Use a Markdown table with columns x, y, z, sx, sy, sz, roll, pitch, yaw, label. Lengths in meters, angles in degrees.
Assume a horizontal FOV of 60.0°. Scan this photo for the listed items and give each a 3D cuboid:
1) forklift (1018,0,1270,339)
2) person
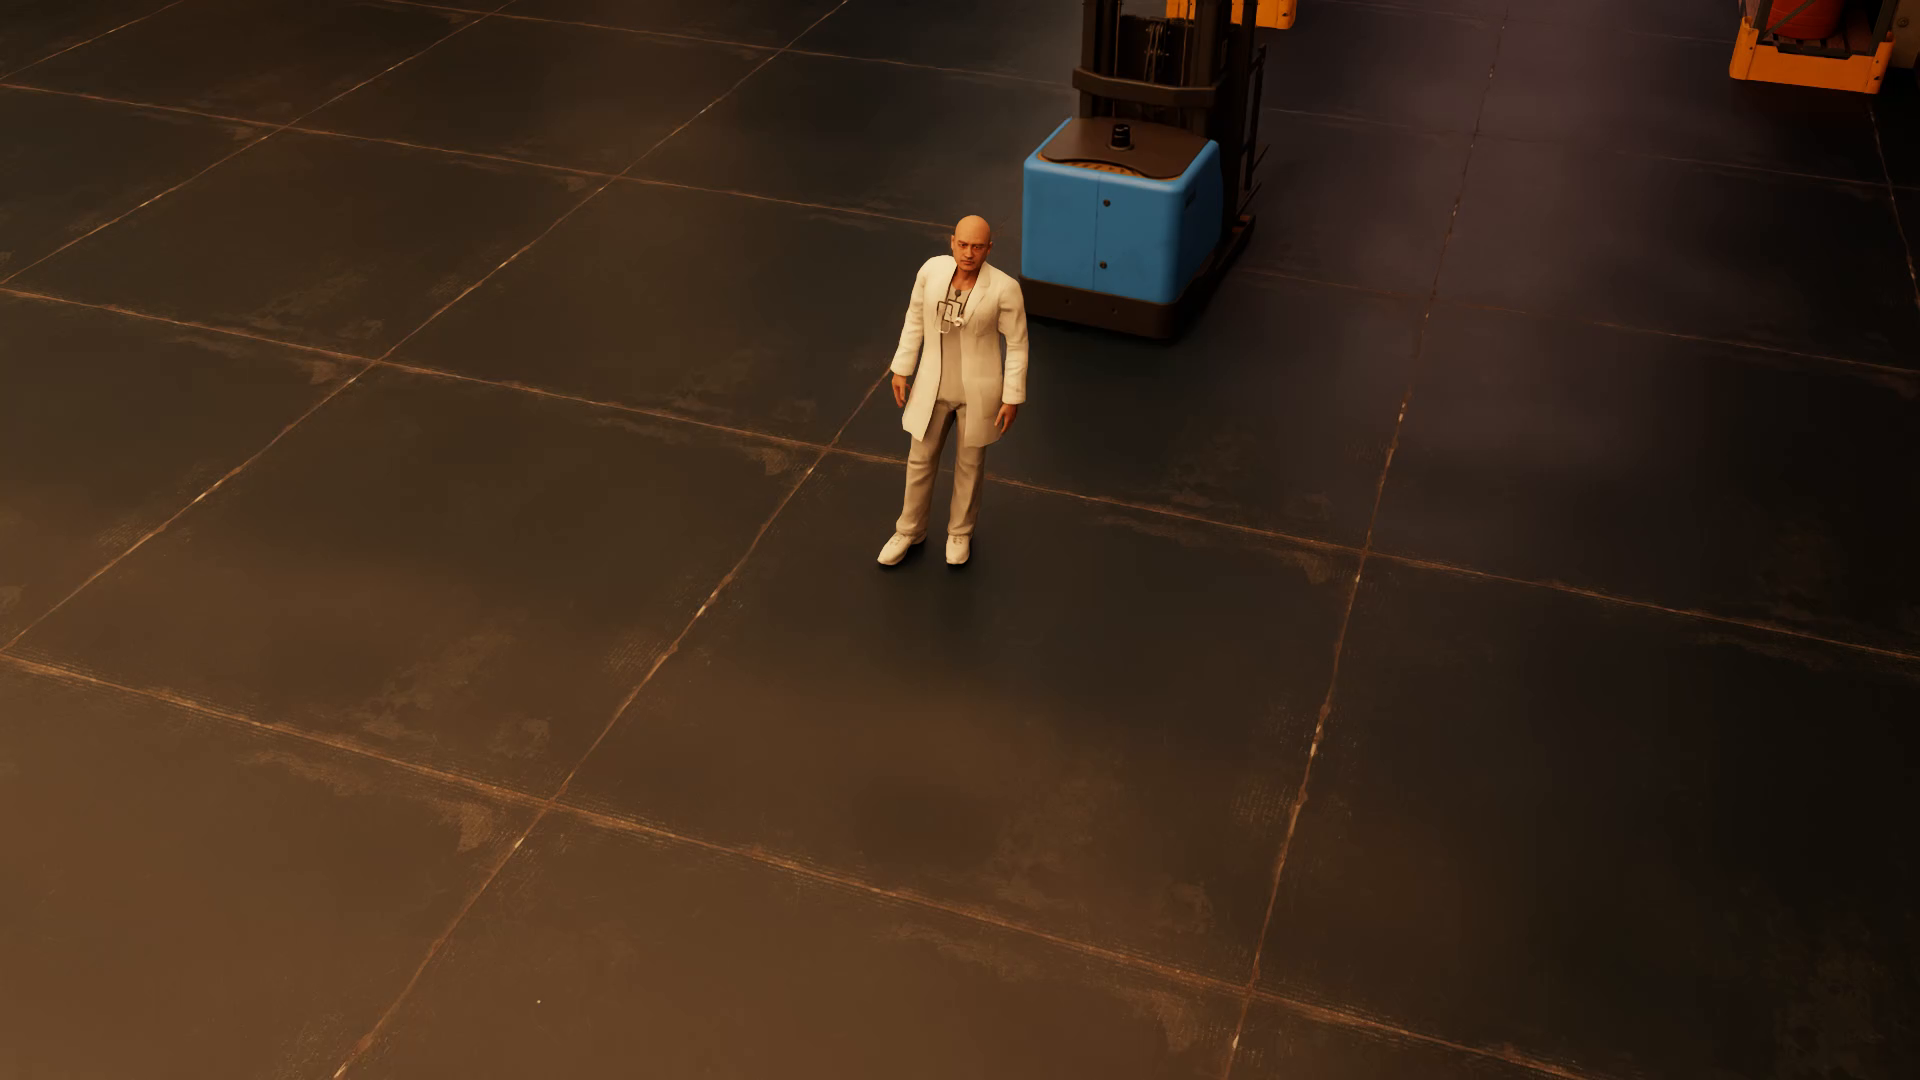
| x | y | z | sx | sy | sz | roll | pitch | yaw | label |
| --- | --- | --- | --- | --- | --- | --- | --- | --- | --- |
| 1.415 | -3.281 | 10.739 | 1.130 | 2.935 | 3.031 | 14 | 38 | 19 | forklift |
| -0.034 | -0.683 | 8.058 | 0.696 | 1.776 | 0.581 | 12 | 37 | 16 | person |
